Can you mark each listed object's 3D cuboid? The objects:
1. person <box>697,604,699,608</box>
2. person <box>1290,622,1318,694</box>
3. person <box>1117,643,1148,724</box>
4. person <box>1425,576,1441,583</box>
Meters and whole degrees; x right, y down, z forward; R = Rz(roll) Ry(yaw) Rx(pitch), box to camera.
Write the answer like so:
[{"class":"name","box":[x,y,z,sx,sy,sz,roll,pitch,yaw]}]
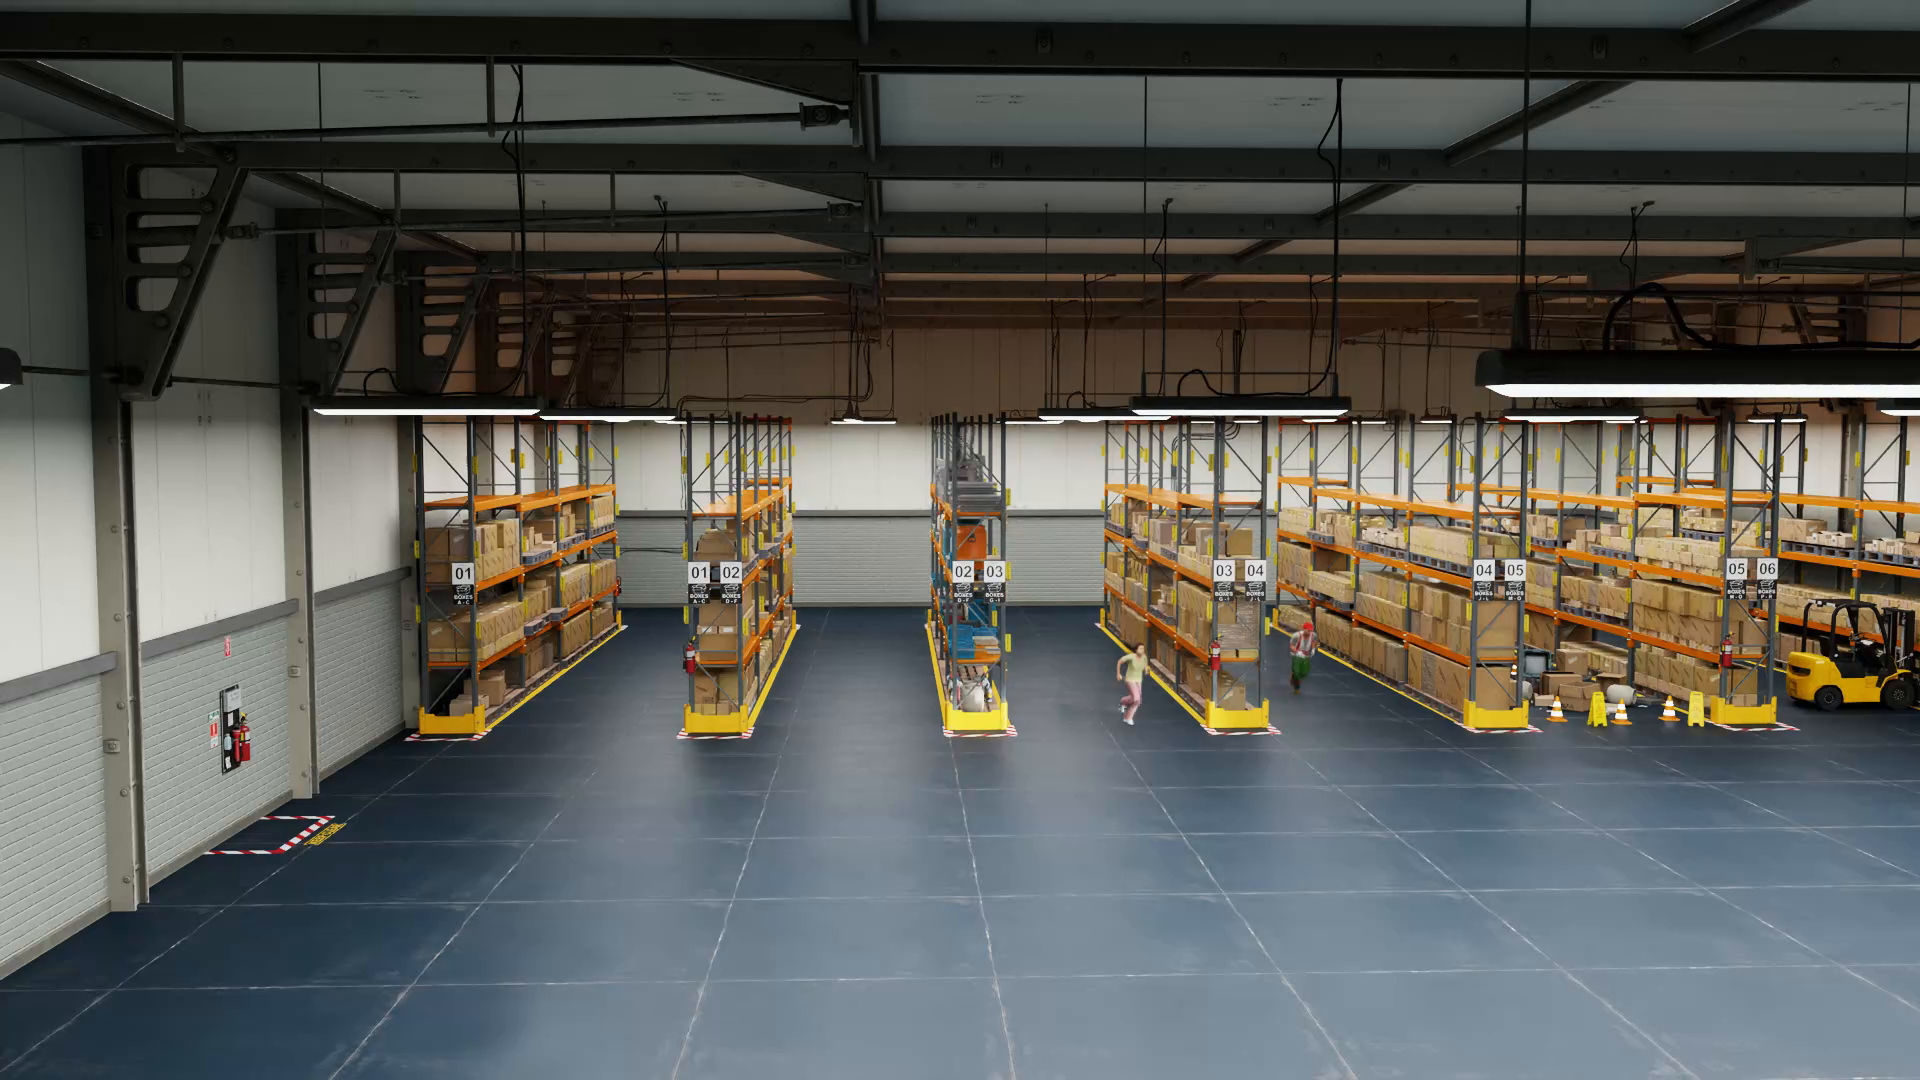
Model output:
[{"class":"person","box":[-6.651,1.913,43.866,0.576,1.710,0.730,0,4,-1]},{"class":"person","box":[7.325,2.520,35.575,0.648,1.585,0.898,-1,4,-13]},{"class":"person","box":[3.356,2.756,32.072,0.571,1.597,0.675,-3,5,-34]},{"class":"person","box":[14.497,1.402,50.800,0.654,1.731,0.654,-2,4,-25]}]
